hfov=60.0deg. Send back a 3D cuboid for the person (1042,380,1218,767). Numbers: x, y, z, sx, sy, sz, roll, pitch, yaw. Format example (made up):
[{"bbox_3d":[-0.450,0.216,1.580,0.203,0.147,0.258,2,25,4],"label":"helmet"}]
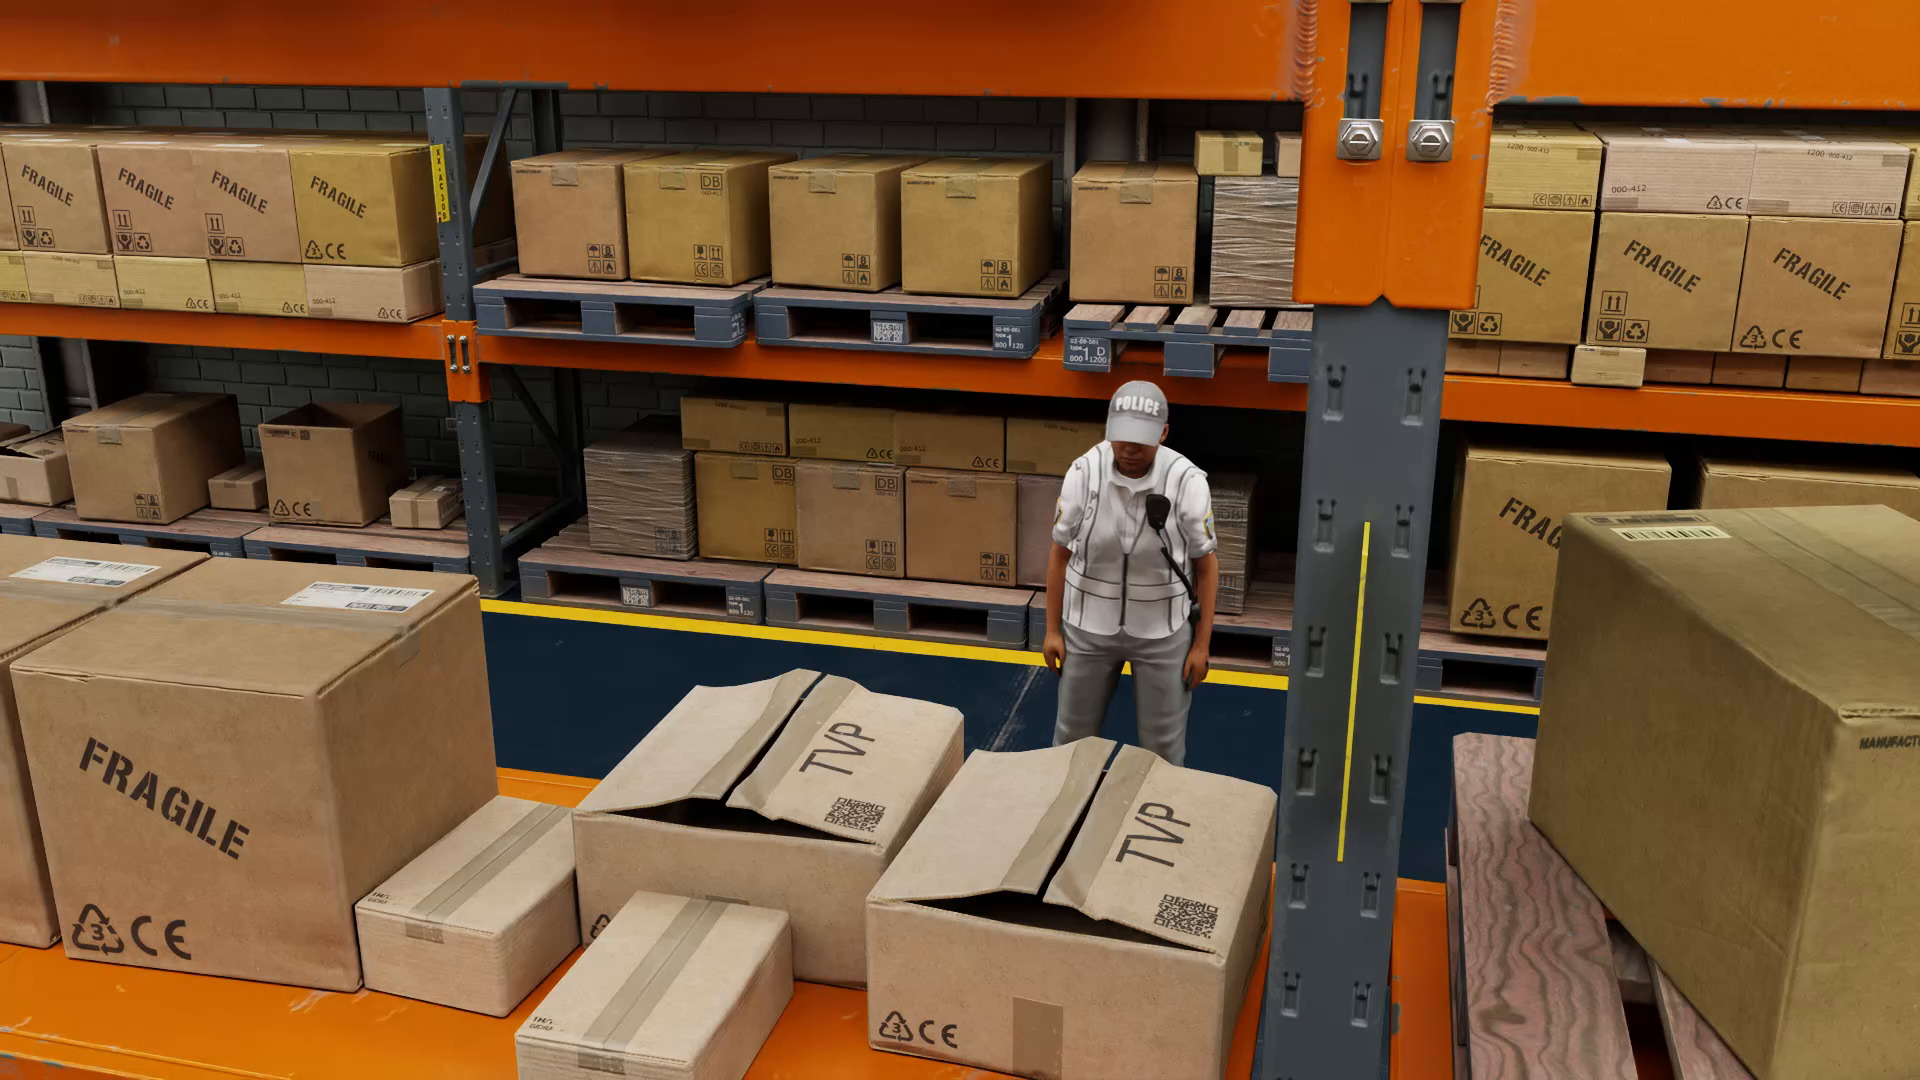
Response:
[{"bbox_3d":[0.506,0.311,5.112,0.541,1.666,0.468,5,19,13],"label":"person"}]
